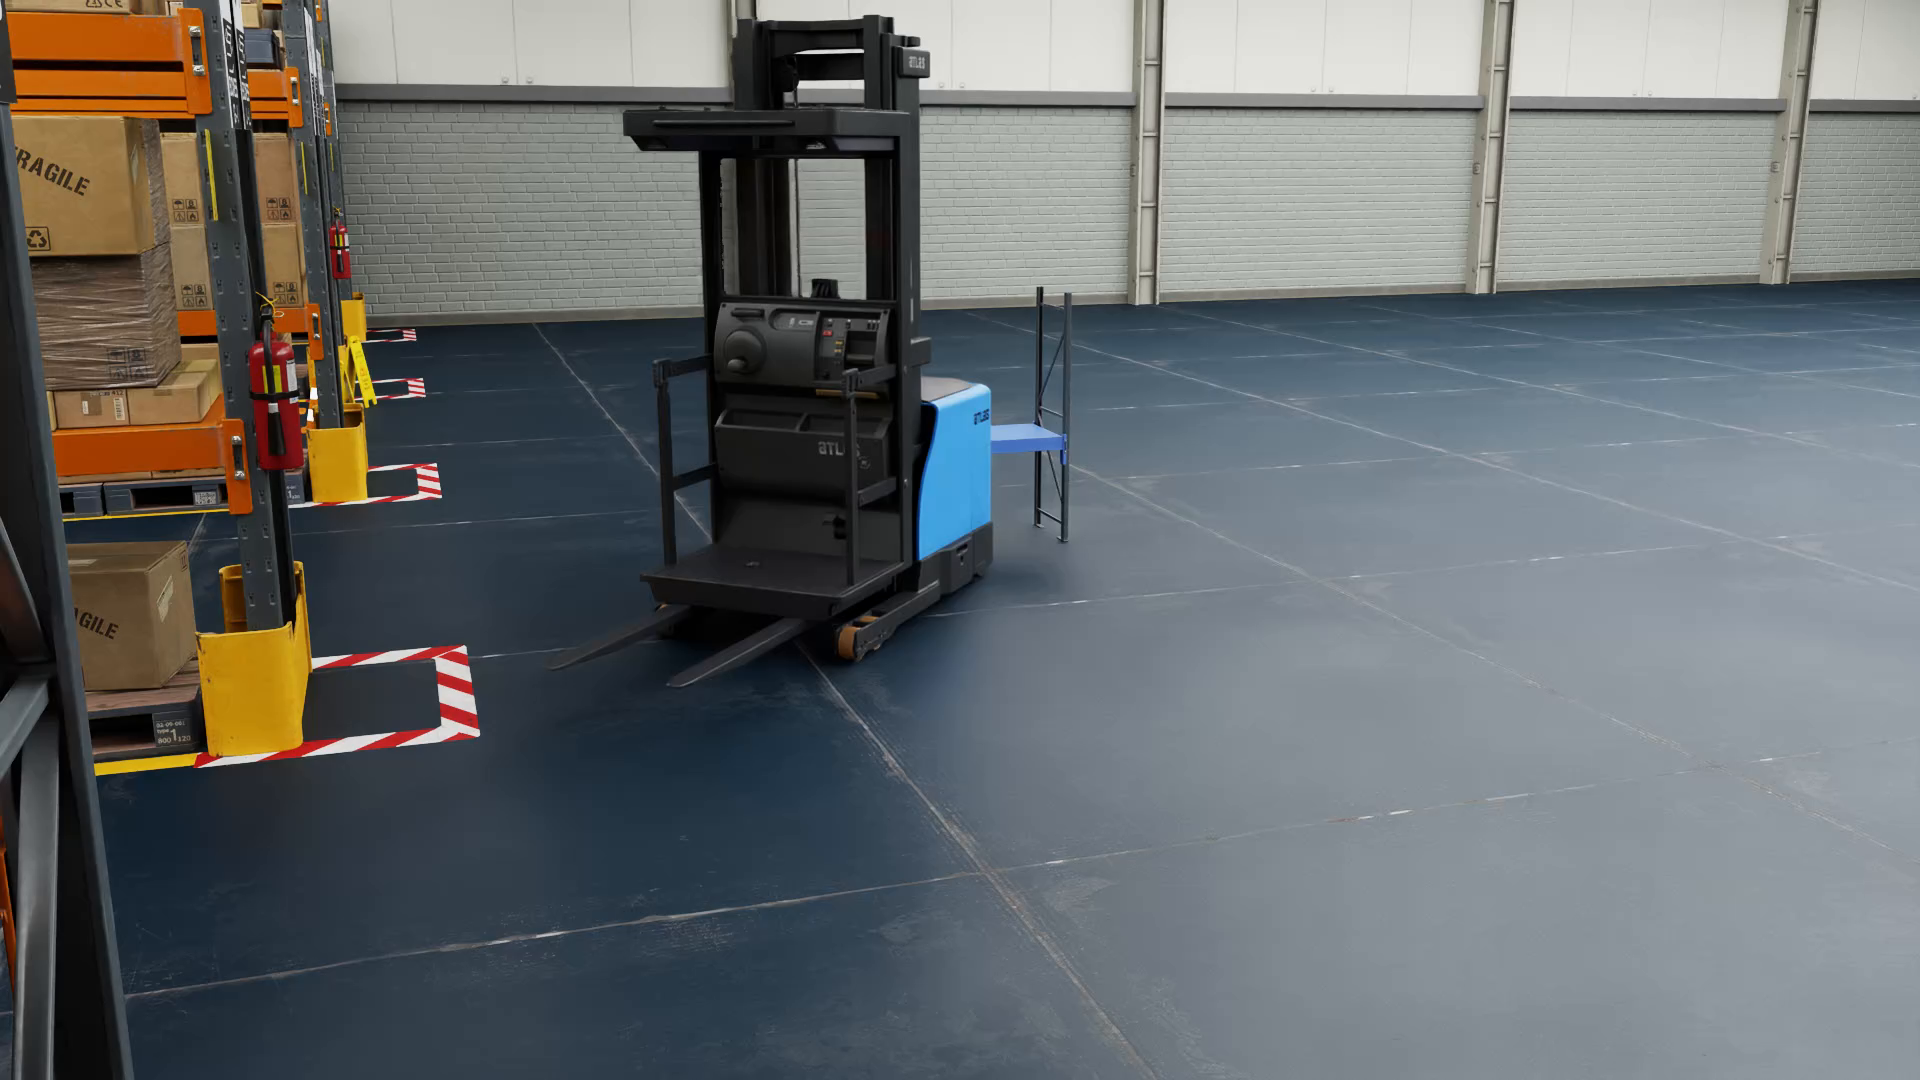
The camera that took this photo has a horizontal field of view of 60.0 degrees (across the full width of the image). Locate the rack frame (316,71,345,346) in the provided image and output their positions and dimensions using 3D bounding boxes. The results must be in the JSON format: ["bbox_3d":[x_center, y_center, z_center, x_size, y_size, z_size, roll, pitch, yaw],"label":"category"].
[{"bbox_3d":[-6.066,-2.919,15.932,0.127,3.000,1.000,-4,14,-18],"label":"rack frame"}]

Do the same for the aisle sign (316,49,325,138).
[{"bbox_3d":[-5.915,-4.125,15.383,0.004,0.787,0.394,-4,14,-18],"label":"aisle sign"}]

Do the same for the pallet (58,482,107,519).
[{"bbox_3d":[-6.279,-0.319,11.026,1.213,0.211,1.003,-4,14,-18],"label":"pallet"}]

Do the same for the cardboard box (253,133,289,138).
[{"bbox_3d":[-6.481,-3.513,15.410,0.500,0.500,0.700,-5,14,-19],"label":"cardboard box"}]

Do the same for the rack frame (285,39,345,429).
[{"bbox_3d":[-4.392,-1.841,11.399,0.127,3.000,1.000,-4,14,-18],"label":"rack frame"}]

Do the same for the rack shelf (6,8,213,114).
[{"bbox_3d":[-4.801,-1.707,5.910,4.000,0.370,1.077,-4,14,-18],"label":"rack shelf"}]

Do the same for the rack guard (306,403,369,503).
[{"bbox_3d":[-4.369,-0.626,11.696,0.348,0.500,1.175,-4,14,-18],"label":"rack guard"}]

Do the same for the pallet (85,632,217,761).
[{"bbox_3d":[-3.759,0.669,6.874,1.213,0.211,1.003,-4,14,-18],"label":"pallet"}]

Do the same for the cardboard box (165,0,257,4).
[{"bbox_3d":[-4.767,-3.527,10.565,0.500,0.250,0.500,-4,14,-17],"label":"cardboard box"}]

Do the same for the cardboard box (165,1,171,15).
[{"bbox_3d":[-5.081,-3.294,10.447,0.250,0.149,0.380,-4,14,-17],"label":"cardboard box"}]

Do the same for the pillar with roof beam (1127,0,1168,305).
[{"bbox_3d":[4.146,-7.014,20.182,0.400,9.000,9.100,-4,14,-18],"label":"pillar with roof beam"}]

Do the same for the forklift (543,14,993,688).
[{"bbox_3d":[-0.852,-0.970,7.886,1.130,2.935,3.031,6,14,22],"label":"forklift"}]

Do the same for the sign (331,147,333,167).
[{"bbox_3d":[-7.493,-4.566,19.841,0.005,0.325,0.100,-4,14,-18],"label":"sign"}]

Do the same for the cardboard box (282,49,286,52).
[{"bbox_3d":[-6.468,-4.662,15.599,0.250,0.149,0.380,-5,14,-18],"label":"cardboard box"}]

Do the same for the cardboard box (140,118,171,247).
[{"bbox_3d":[-3.514,-1.444,6.713,0.500,0.500,0.500,-4,14,-18],"label":"cardboard box"}]

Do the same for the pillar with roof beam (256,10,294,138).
[{"bbox_3d":[-7.227,-6.128,16.459,0.400,9.000,9.100,-4,14,-18],"label":"pillar with roof beam"}]

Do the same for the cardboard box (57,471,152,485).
[{"bbox_3d":[-5.847,-0.881,11.050,0.875,0.875,0.875,-5,14,-19],"label":"cardboard box"}]

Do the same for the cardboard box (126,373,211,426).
[{"bbox_3d":[-3.110,-0.557,6.545,0.250,0.149,0.380,-4,14,-18],"label":"cardboard box"}]

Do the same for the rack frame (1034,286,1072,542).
[{"bbox_3d":[0.563,-0.773,10.153,0.032,1.500,0.500,-4,14,-18],"label":"rack frame"}]

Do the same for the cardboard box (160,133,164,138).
[{"bbox_3d":[-7.414,-3.417,15.007,0.500,0.500,0.700,-5,14,-19],"label":"cardboard box"}]

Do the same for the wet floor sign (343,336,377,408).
[{"bbox_3d":[-5.545,-1.553,15.277,0.232,0.644,0.267,0,13,1],"label":"wet floor sign"}]

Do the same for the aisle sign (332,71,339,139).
[{"bbox_3d":[-7.497,-5.212,19.956,0.004,0.787,0.394,-4,14,-18],"label":"aisle sign"}]

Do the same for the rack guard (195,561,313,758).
[{"bbox_3d":[-2.978,0.476,7.060,0.348,0.500,1.175,-4,14,-18],"label":"rack guard"}]

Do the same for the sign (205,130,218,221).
[{"bbox_3d":[-2.748,-1.339,6.106,0.005,0.325,0.100,-4,14,-18],"label":"sign"}]

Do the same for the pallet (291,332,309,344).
[{"bbox_3d":[-8.364,-2.585,20.554,1.213,0.211,1.003,-4,14,-18],"label":"pallet"}]

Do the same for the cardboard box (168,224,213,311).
[{"bbox_3d":[-5.243,-1.831,11.034,0.550,0.550,0.875,-4,14,-18],"label":"cardboard box"}]

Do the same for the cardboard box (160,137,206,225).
[{"bbox_3d":[-5.248,-2.359,10.921,0.550,0.550,0.875,-4,14,-18],"label":"cardboard box"}]

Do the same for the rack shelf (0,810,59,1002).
[{"bbox_3d":[-3.222,0.839,1.690,4.000,0.370,1.077,-4,14,-18],"label":"rack shelf"}]

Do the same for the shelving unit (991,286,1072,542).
[{"bbox_3d":[0.081,-0.736,9.996,1.048,1.500,0.538,-4,14,-18],"label":"shelving unit"}]

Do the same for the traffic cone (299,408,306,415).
[{"bbox_3d":[-6.063,-1.370,14.902,0.334,0.463,0.336,-4,14,-18],"label":"traffic cone"}]

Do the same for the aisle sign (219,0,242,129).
[{"bbox_3d":[-2.751,-1.949,6.236,0.004,0.787,0.394,-4,14,-18],"label":"aisle sign"}]

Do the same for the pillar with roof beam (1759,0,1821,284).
[{"bbox_3d":[15.519,-7.899,23.905,0.400,9.000,9.100,-4,14,-18],"label":"pillar with roof beam"}]

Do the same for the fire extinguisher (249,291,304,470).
[{"bbox_3d":[-2.650,-0.615,6.414,0.183,0.674,0.296,-4,14,-18],"label":"fire extinguisher"}]

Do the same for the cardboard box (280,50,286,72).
[{"bbox_3d":[-6.628,-4.471,15.657,0.500,0.250,0.500,-5,14,-19],"label":"cardboard box"}]

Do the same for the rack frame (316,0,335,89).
[{"bbox_3d":[-7.653,-6.926,19.813,0.127,3.000,1.000,-4,14,-18],"label":"rack frame"}]

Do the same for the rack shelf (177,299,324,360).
[{"bbox_3d":[-6.287,-1.343,10.862,4.000,0.370,1.077,-4,14,-18],"label":"rack shelf"}]

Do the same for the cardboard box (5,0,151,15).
[{"bbox_3d":[-3.282,-2.040,6.081,0.500,0.250,0.500,-4,14,-17],"label":"cardboard box"}]

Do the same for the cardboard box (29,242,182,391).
[{"bbox_3d":[-3.436,-0.904,6.603,0.500,0.500,0.875,-4,14,-18],"label":"cardboard box"}]

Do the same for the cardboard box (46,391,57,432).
[{"bbox_3d":[-3.568,-0.509,6.342,0.250,0.149,0.380,-4,14,-18],"label":"cardboard box"}]

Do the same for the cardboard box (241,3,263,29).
[{"bbox_3d":[-4.599,-3.332,10.605,0.250,0.149,0.380,-4,14,-18],"label":"cardboard box"}]

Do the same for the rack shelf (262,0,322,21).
[{"bbox_3d":[-9.549,-6.234,19.322,4.000,0.370,1.077,-4,14,-18],"label":"rack shelf"}]

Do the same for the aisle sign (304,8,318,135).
[{"bbox_3d":[-4.229,-3.045,10.844,0.004,0.787,0.394,-4,14,-18],"label":"aisle sign"}]
